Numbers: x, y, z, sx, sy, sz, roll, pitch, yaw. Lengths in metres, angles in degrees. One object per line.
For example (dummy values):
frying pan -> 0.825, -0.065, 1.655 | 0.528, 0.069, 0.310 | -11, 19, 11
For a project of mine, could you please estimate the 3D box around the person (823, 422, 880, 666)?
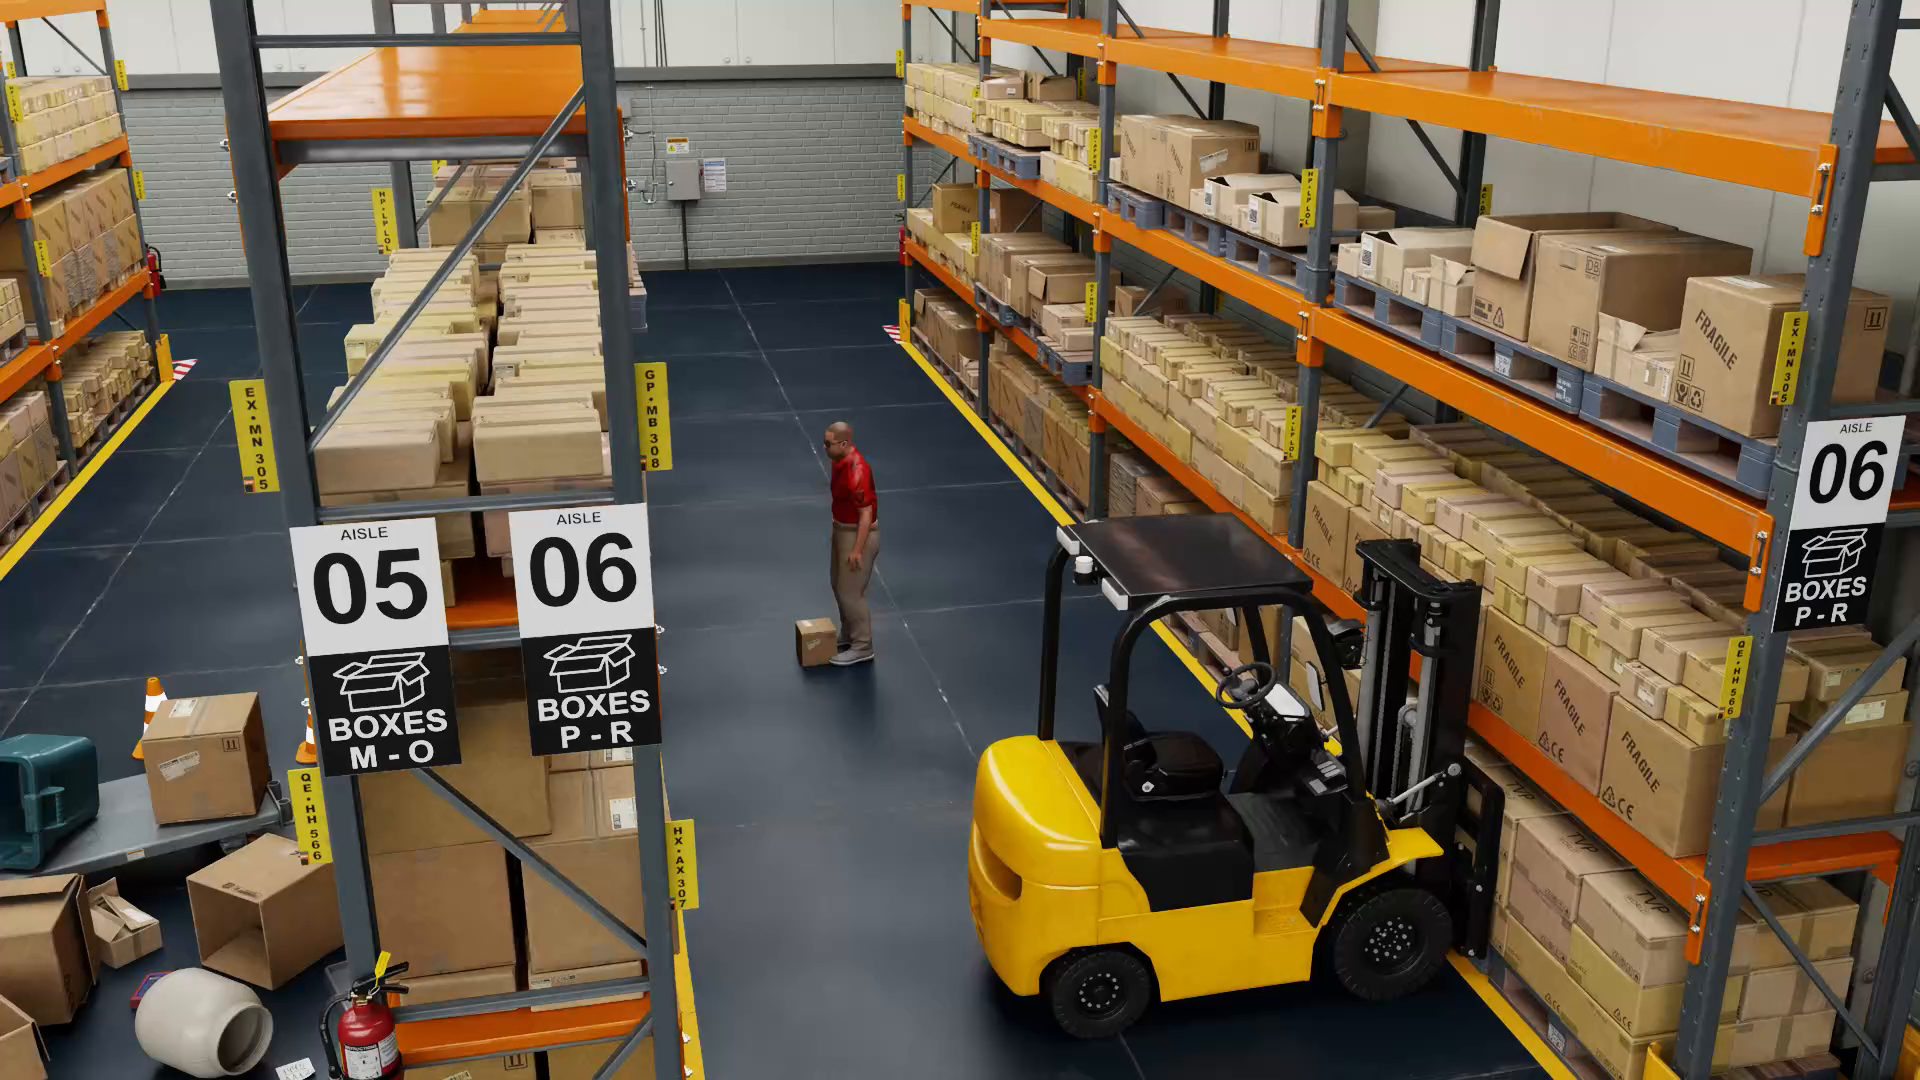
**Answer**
person -> -0.770, 0.002, 11.584 | 0.393, 1.726, 0.605 | -6, 20, -16
